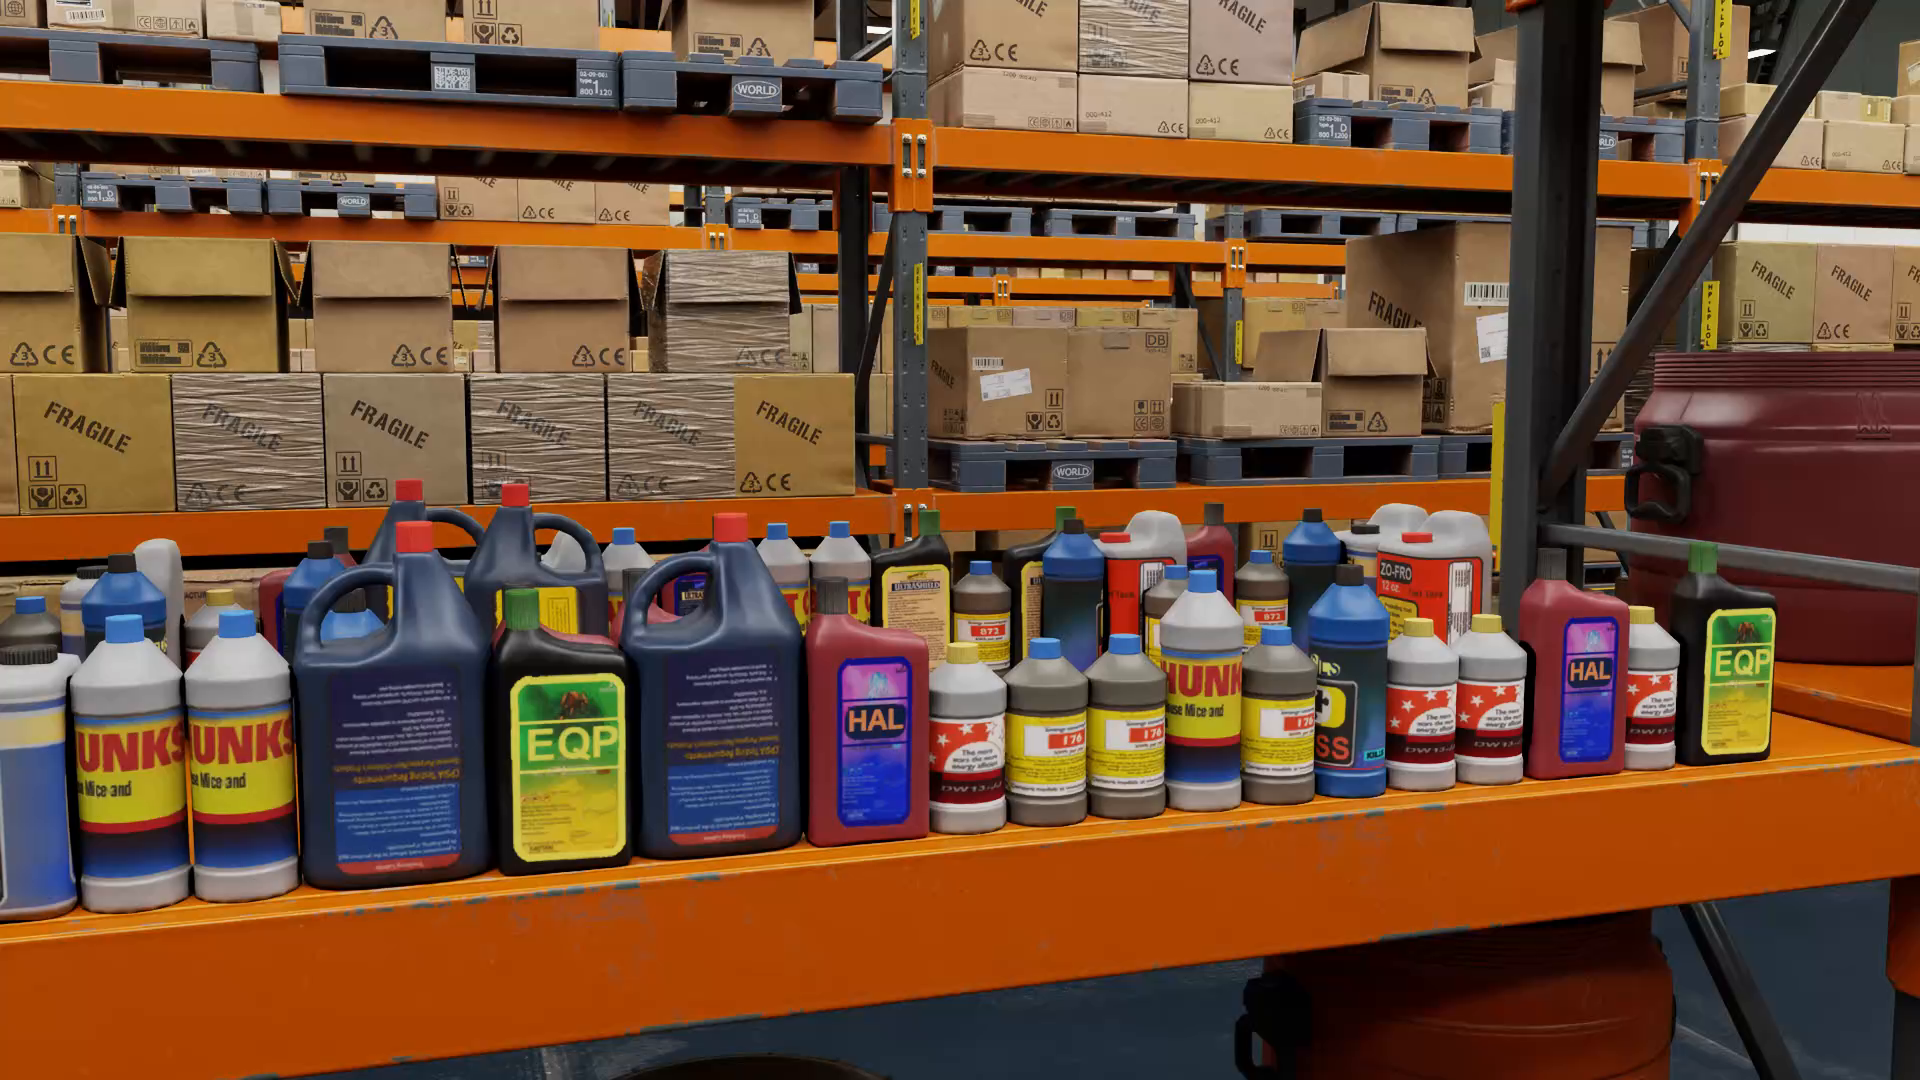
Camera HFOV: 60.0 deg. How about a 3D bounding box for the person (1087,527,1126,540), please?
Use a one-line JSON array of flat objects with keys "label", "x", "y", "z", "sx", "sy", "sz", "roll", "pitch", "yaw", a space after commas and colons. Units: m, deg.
[{"label": "person", "x": 0.834, "y": 0.359, "z": 9.747, "sx": 0.865, "sy": 0.951, "sz": 0.547, "roll": -2, "pitch": 6, "yaw": -19}]
